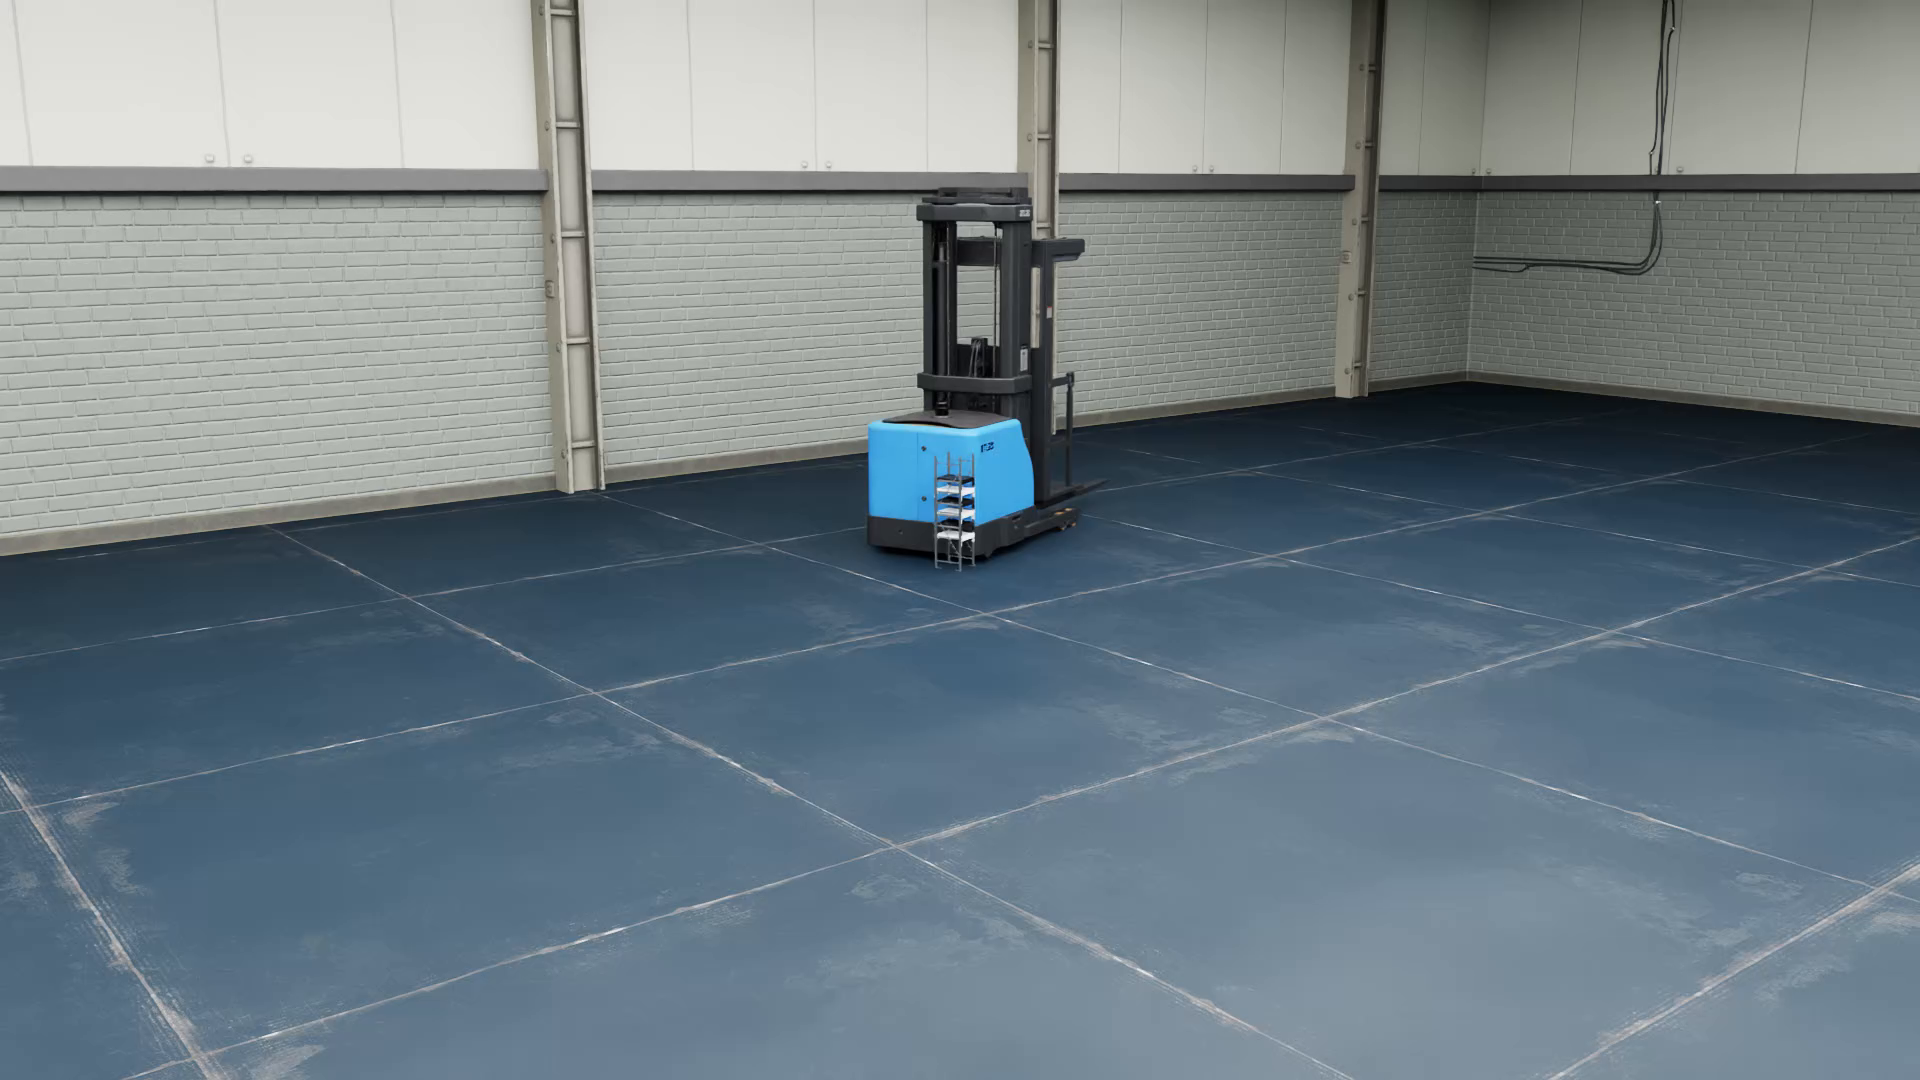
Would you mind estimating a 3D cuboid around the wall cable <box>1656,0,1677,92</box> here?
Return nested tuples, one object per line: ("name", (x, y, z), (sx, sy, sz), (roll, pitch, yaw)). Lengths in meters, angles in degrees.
("wall cable", (10.419, -7.145, 21.431), (0.112, 2.526, 3.097), (-9, 15, -38))

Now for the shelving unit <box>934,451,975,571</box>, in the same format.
("shelving unit", (-0.043, -0.226, 13.028), (0.258, 0.900, 0.210), (7, 14, 29))

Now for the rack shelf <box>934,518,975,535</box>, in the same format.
("rack shelf", (-0.043, -0.106, 13.053), (0.258, 0.077, 0.200), (7, 14, 29))

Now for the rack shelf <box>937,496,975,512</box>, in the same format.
("rack shelf", (-0.043, -0.282, 13.016), (0.258, 0.077, 0.200), (7, 14, 29))

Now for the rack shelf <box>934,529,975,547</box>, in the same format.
("rack shelf", (-0.043, -0.018, 13.072), (0.258, 0.077, 0.200), (7, 14, 29))

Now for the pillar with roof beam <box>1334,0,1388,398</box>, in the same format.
("pillar with roof beam", (8.291, -5.767, 19.621), (0.400, 9.000, 9.100), (-9, 15, -38))

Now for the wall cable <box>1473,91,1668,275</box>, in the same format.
("wall cable", (8.729, -5.114, 24.022), (0.112, 2.526, 3.097), (-9, 15, -38))

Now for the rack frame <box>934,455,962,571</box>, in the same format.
("rack frame", (-0.094, -0.208, 12.941), (0.240, 0.900, 0.006), (7, 14, 29))

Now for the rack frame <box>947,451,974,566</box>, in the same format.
("rack frame", (0.007, -0.245, 13.114), (0.240, 0.900, 0.006), (7, 14, 29))

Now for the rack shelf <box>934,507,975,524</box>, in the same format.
("rack shelf", (-0.043, -0.194, 13.034), (0.258, 0.077, 0.200), (7, 14, 29))

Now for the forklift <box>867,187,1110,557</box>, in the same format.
("forklift", (0.396, -1.555, 14.396), (1.130, 2.935, 3.031), (7, 14, 28))

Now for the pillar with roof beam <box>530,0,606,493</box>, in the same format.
("pillar with roof beam", (-1.079, -4.209, 12.288), (0.400, 9.000, 9.100), (-9, 15, -38))

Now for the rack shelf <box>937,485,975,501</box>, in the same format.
("rack shelf", (-0.043, -0.370, 12.997), (0.258, 0.077, 0.200), (7, 14, 29))

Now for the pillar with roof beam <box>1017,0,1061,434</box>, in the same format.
("pillar with roof beam", (3.606, -4.988, 15.954), (0.400, 9.000, 9.100), (-9, 15, -38))

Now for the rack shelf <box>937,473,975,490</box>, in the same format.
("rack shelf", (-0.043, -0.458, 12.978), (0.258, 0.077, 0.200), (7, 14, 29))
